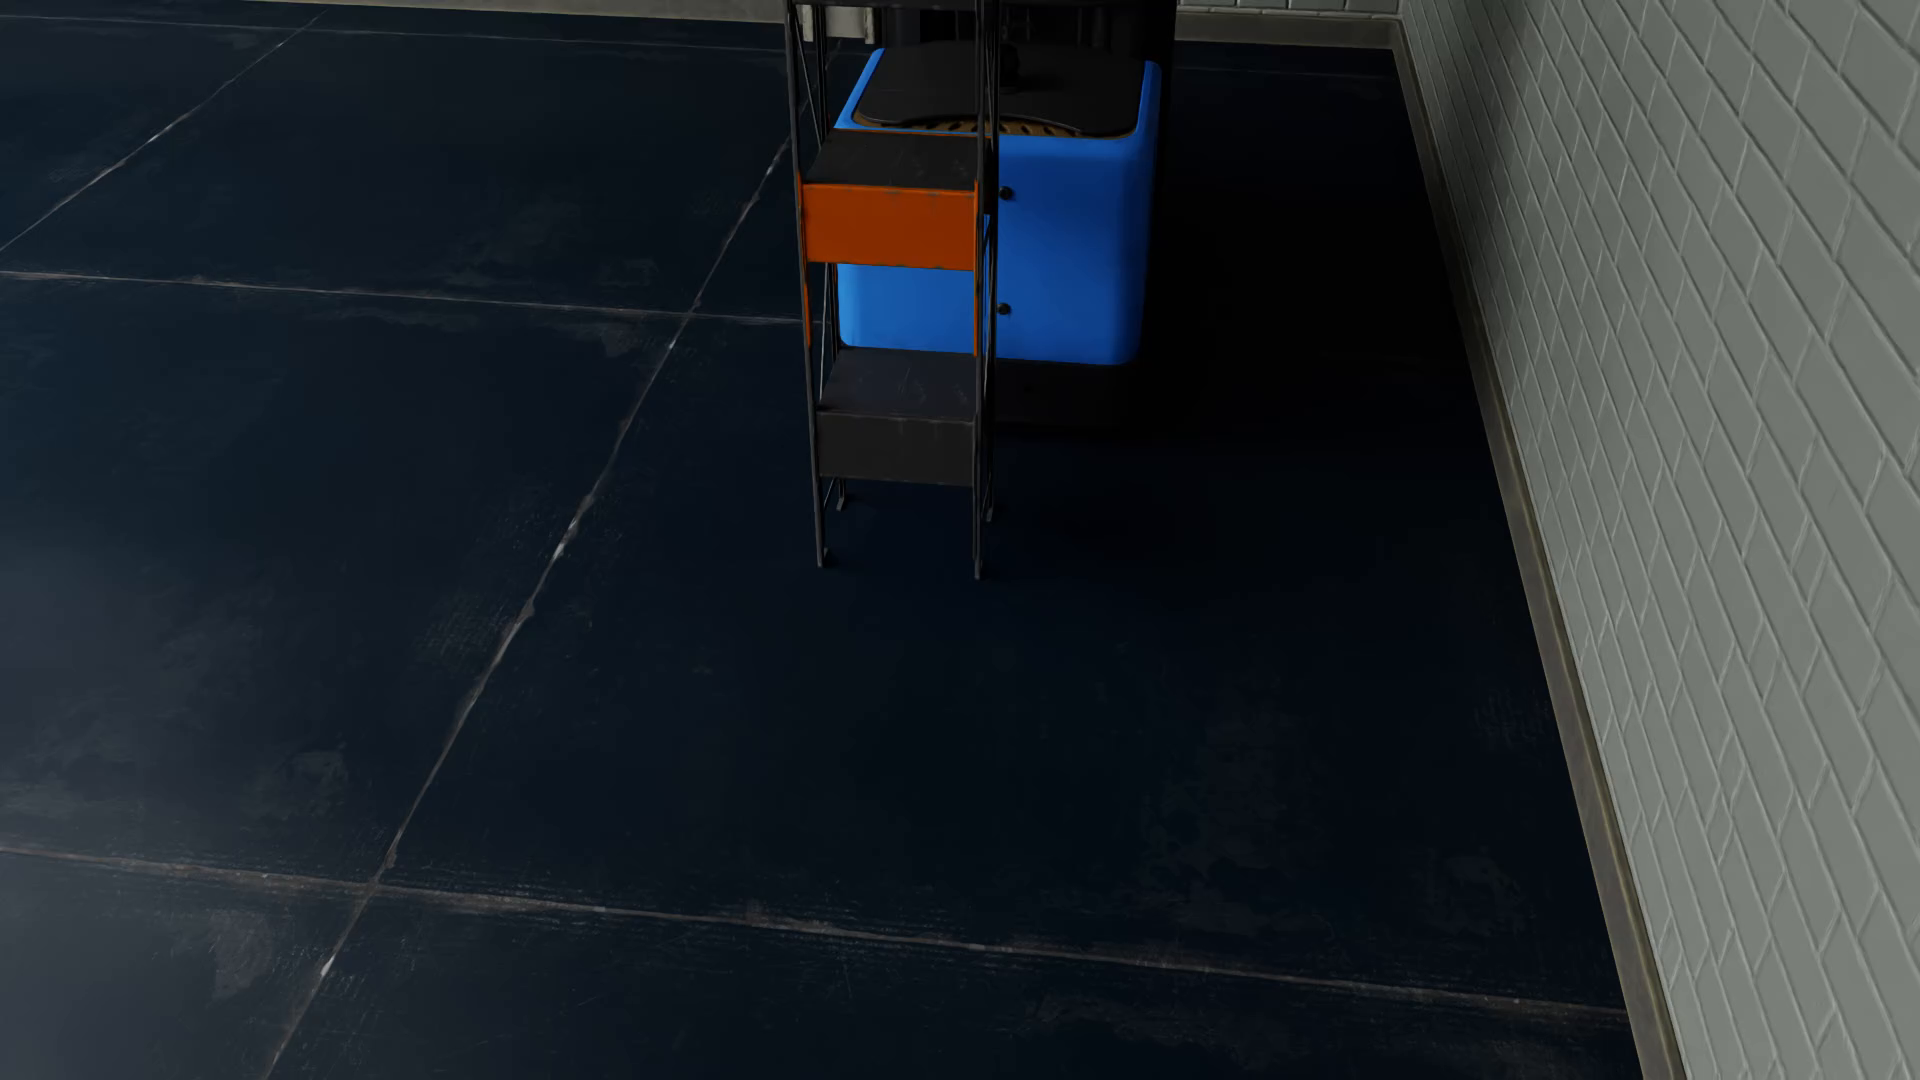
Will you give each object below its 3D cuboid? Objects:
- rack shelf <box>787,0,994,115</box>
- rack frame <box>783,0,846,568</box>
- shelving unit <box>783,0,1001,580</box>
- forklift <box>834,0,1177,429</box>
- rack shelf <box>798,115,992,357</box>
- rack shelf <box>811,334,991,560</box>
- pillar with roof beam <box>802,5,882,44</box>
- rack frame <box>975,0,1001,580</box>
[{"bbox_3d":[-0.164,-1.426,4.258,0.480,0.518,0.431,4,36,6],"label":"rack shelf"},{"bbox_3d":[-0.406,-0.885,4.683,0.015,2.100,0.400,4,36,6],"label":"rack frame"},{"bbox_3d":[-0.164,-0.867,4.657,0.503,2.100,0.431,4,36,6],"label":"shelving unit"},{"bbox_3d":[0.287,-2.416,6.112,1.130,2.935,3.031,5,36,6],"label":"forklift"},{"bbox_3d":[-0.164,-0.856,4.665,0.480,0.518,0.431,4,36,6],"label":"rack shelf"},{"bbox_3d":[-0.164,-0.286,5.072,0.480,0.518,0.431,4,36,6],"label":"rack shelf"},{"bbox_3d":[-1.183,-3.975,3.073,0.400,9.000,9.100,4,36,6],"label":"pillar with roof beam"},{"bbox_3d":[0.078,-0.849,4.632,0.015,2.100,0.400,4,36,6],"label":"rack frame"}]
